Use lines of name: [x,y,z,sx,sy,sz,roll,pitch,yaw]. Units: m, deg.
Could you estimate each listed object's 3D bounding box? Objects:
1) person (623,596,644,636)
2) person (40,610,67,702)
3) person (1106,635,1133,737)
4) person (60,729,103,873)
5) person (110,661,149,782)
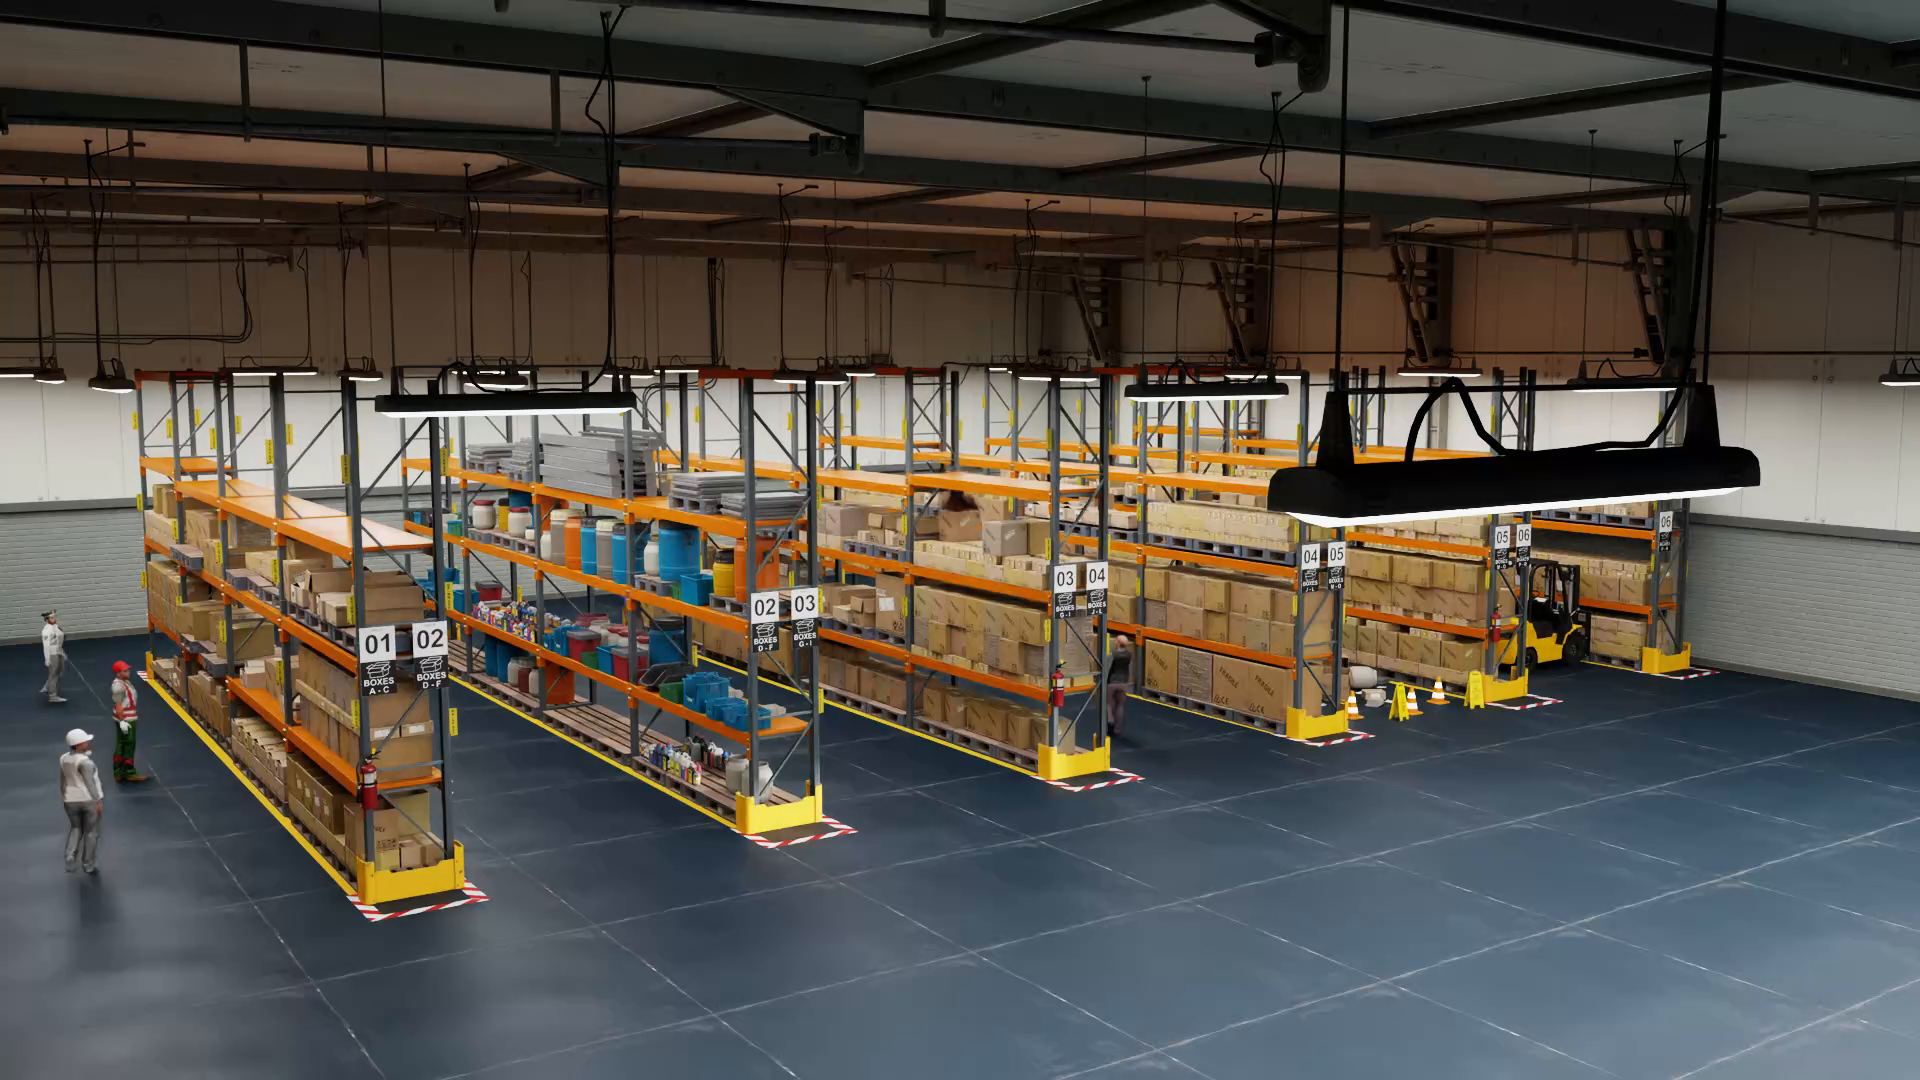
person: [-6.786,1.639,34.562,0.468,1.598,0.928,-3,7,-28]
person: [-16.454,2.096,30.126,0.469,1.697,0.488,-3,7,-24]
person: [2.584,2.394,27.316,0.536,1.695,0.531,0,6,-2]
person: [-10.682,3.162,20.180,0.529,1.767,0.481,0,6,-2]
person: [-12.324,2.666,24.619,0.448,1.795,0.569,-4,8,-33]
